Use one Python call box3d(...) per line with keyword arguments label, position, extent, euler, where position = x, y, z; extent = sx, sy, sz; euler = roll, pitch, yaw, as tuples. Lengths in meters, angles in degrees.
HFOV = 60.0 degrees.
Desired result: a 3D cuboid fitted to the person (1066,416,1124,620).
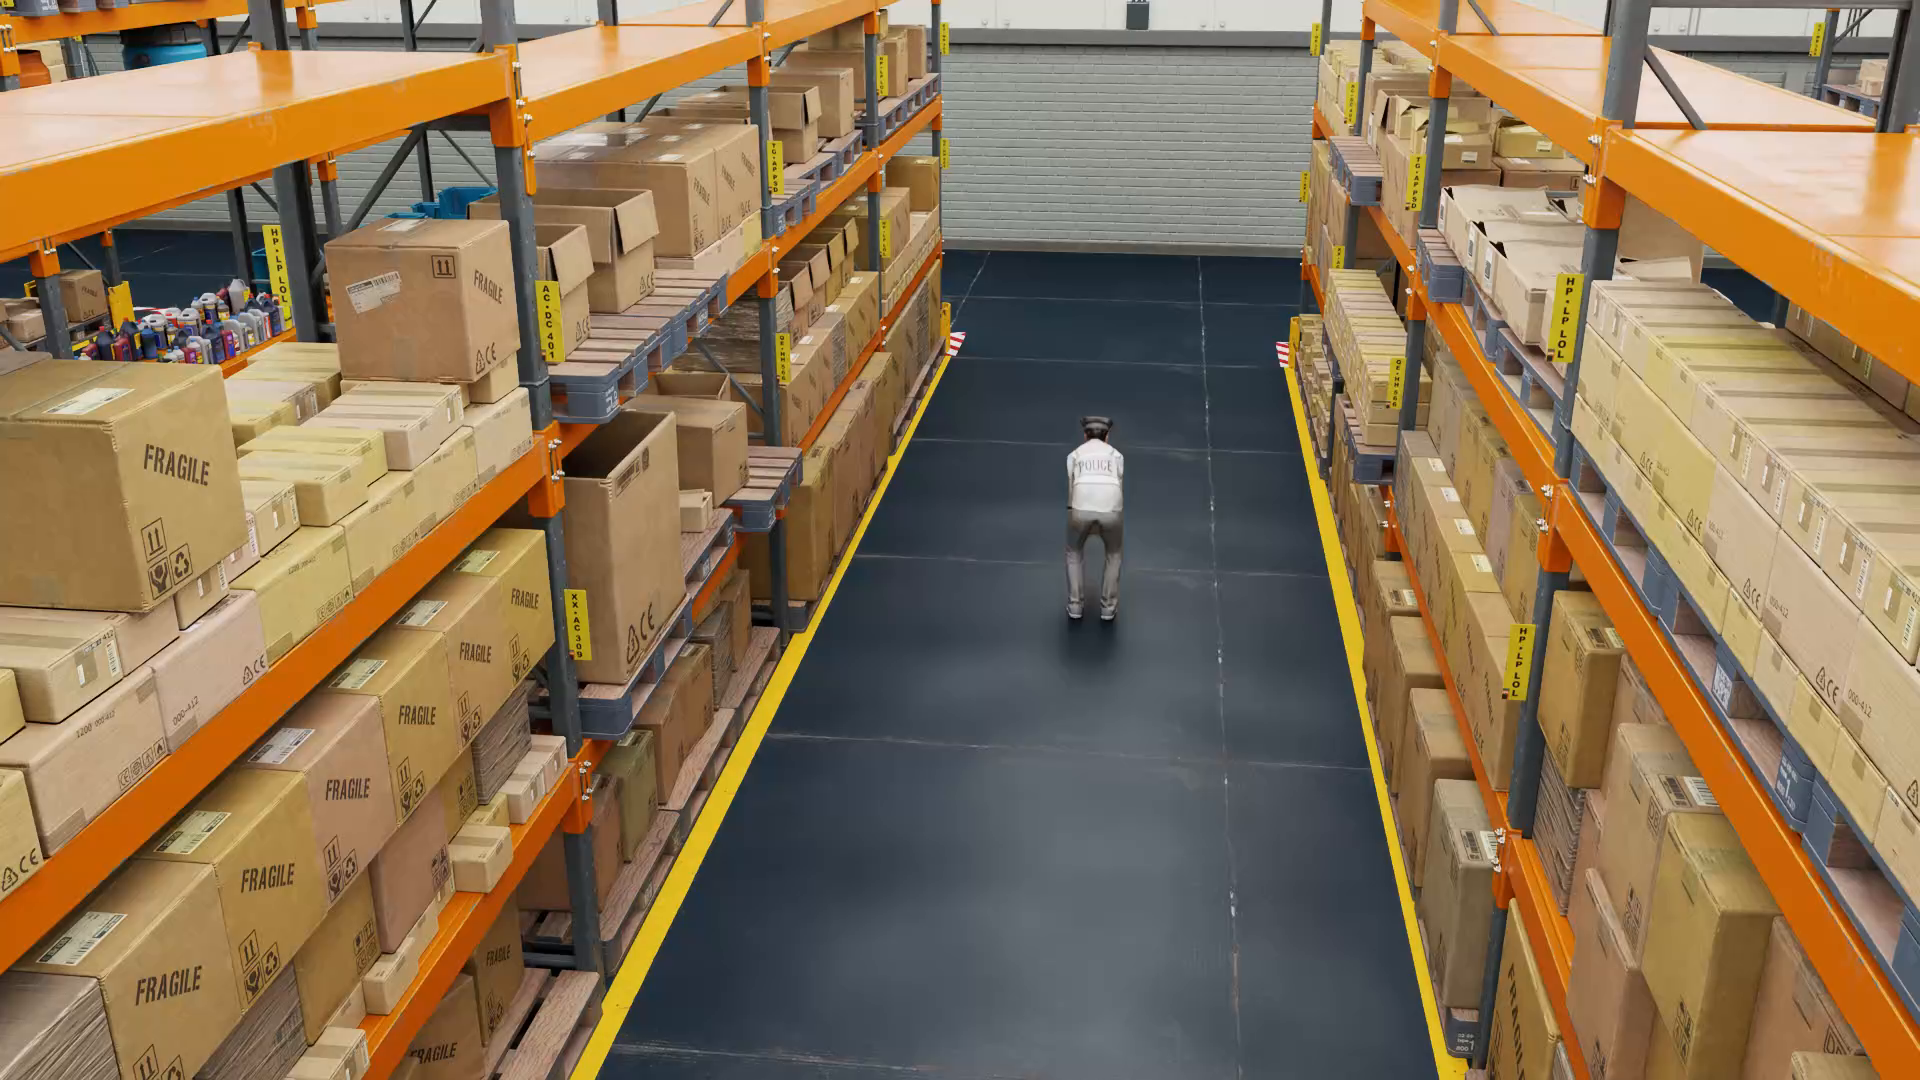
box3d(label="person", position=(0.967, -0.169, 11.945), extent=(0.417, 1.359, 0.849), euler=(2, 21, 5))
